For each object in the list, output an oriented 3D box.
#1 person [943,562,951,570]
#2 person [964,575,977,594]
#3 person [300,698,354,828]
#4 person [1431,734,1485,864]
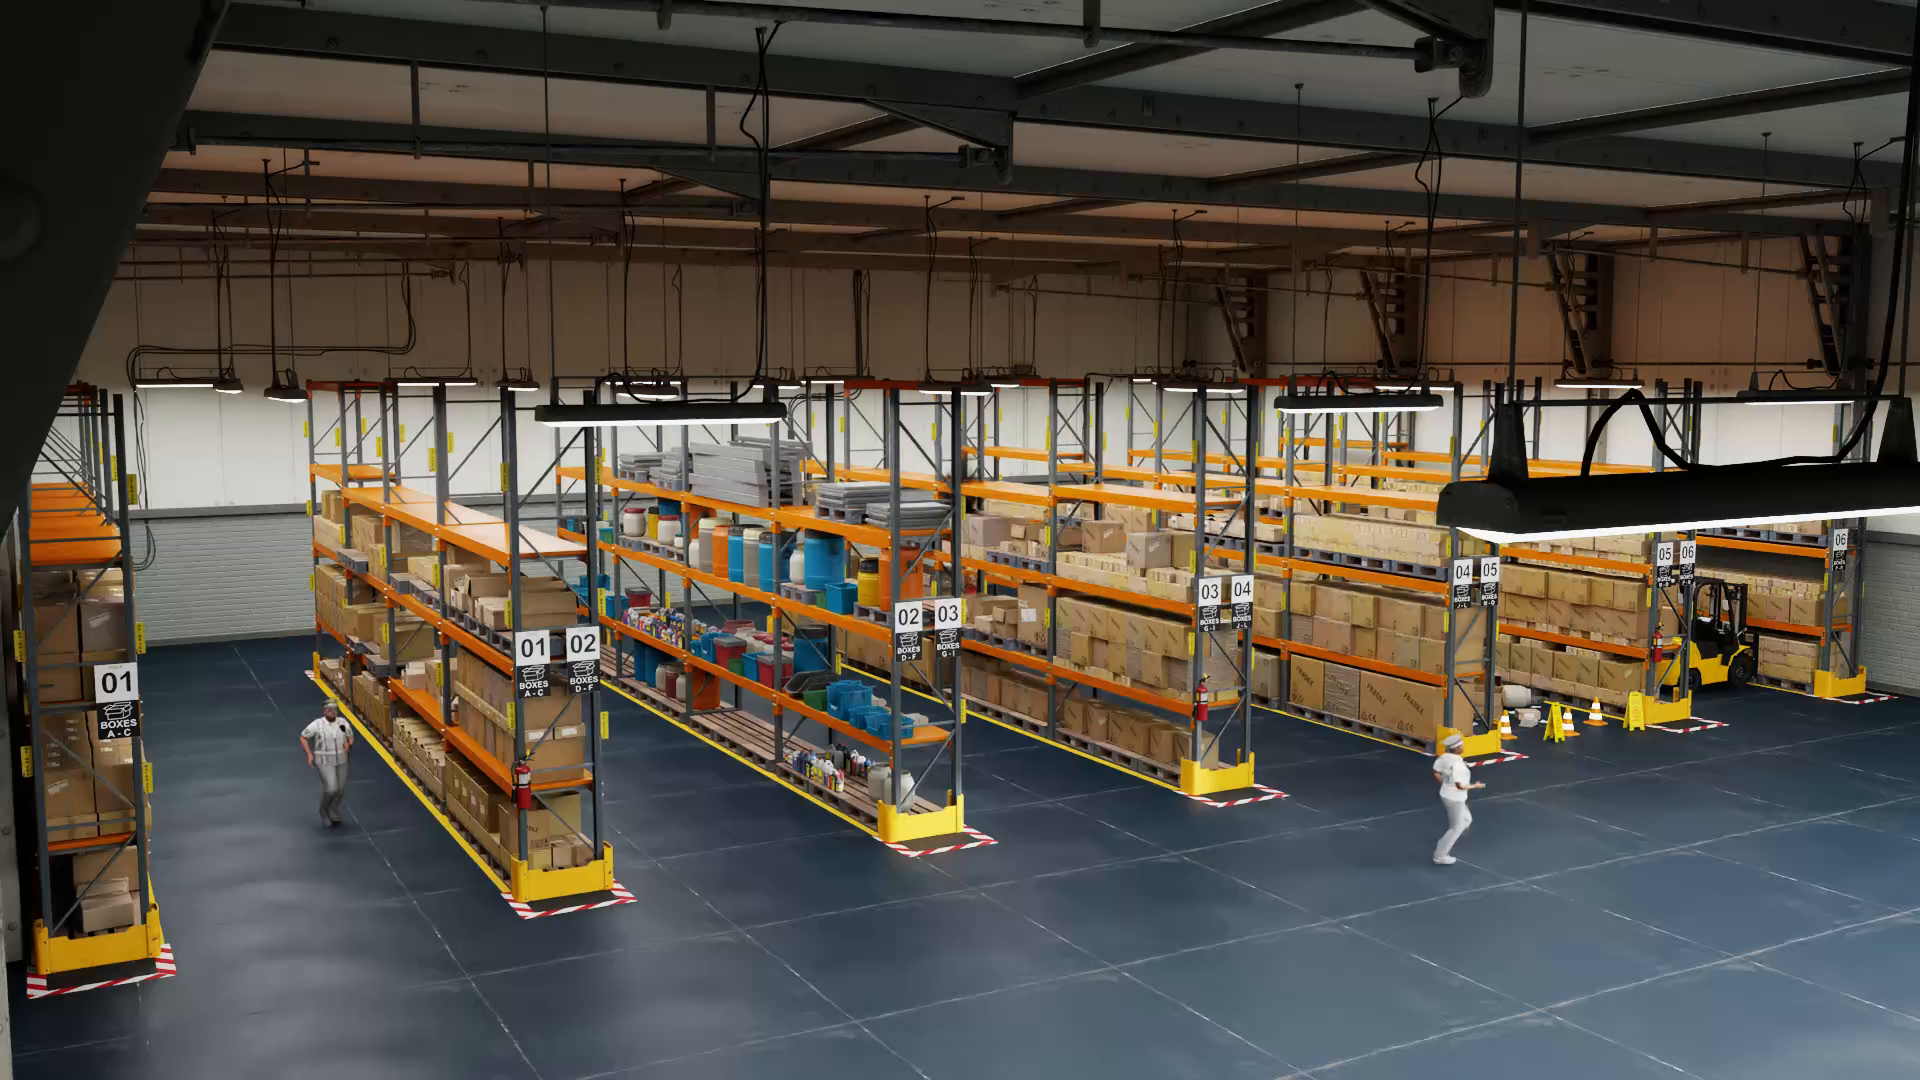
[{"bbox_3d":[-0.436,1.064,41.865,0.824,1.645,0.728,-3,7,-27],"label":"person"},{"bbox_3d":[0.273,1.603,35.009,0.640,1.721,0.725,-4,7,-33],"label":"person"},{"bbox_3d":[-8.576,3.042,22.724,0.693,1.776,0.641,6,8,44],"label":"person"},{"bbox_3d":[6.300,3.262,21.033,0.611,1.665,0.554,0,6,-2],"label":"person"}]
